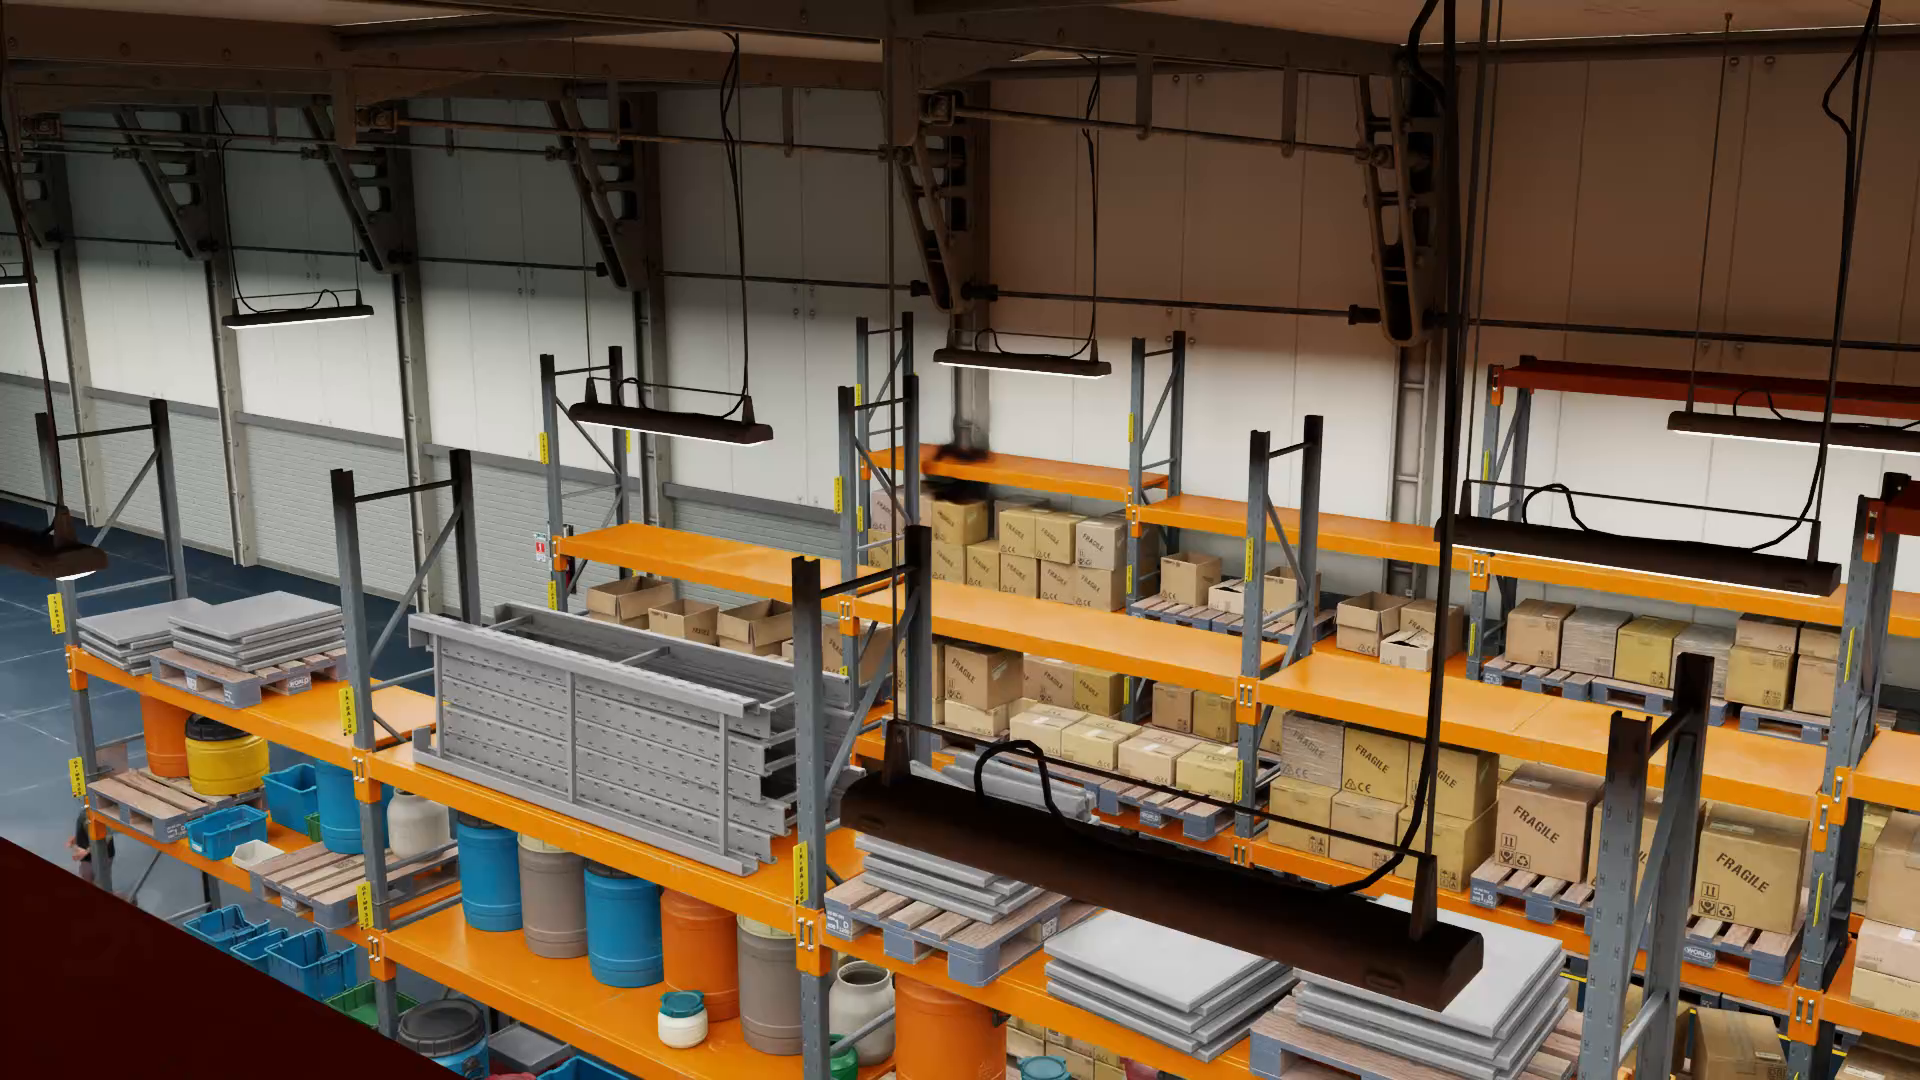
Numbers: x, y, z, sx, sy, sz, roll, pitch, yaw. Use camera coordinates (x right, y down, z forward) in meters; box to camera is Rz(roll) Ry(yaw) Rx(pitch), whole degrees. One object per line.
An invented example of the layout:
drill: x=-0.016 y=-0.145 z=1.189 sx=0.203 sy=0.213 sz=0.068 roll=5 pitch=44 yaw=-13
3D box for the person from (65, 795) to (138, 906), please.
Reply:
person: x=-8.985 y=3.295 z=17.363 sx=0.612 sy=1.669 sz=0.657 roll=-7 pitch=15 yaw=-28

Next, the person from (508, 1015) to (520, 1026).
person: x=-3.876 y=3.980 z=14.679 sx=0.777 sy=1.614 sz=0.547 roll=5 pitch=14 yaw=20
